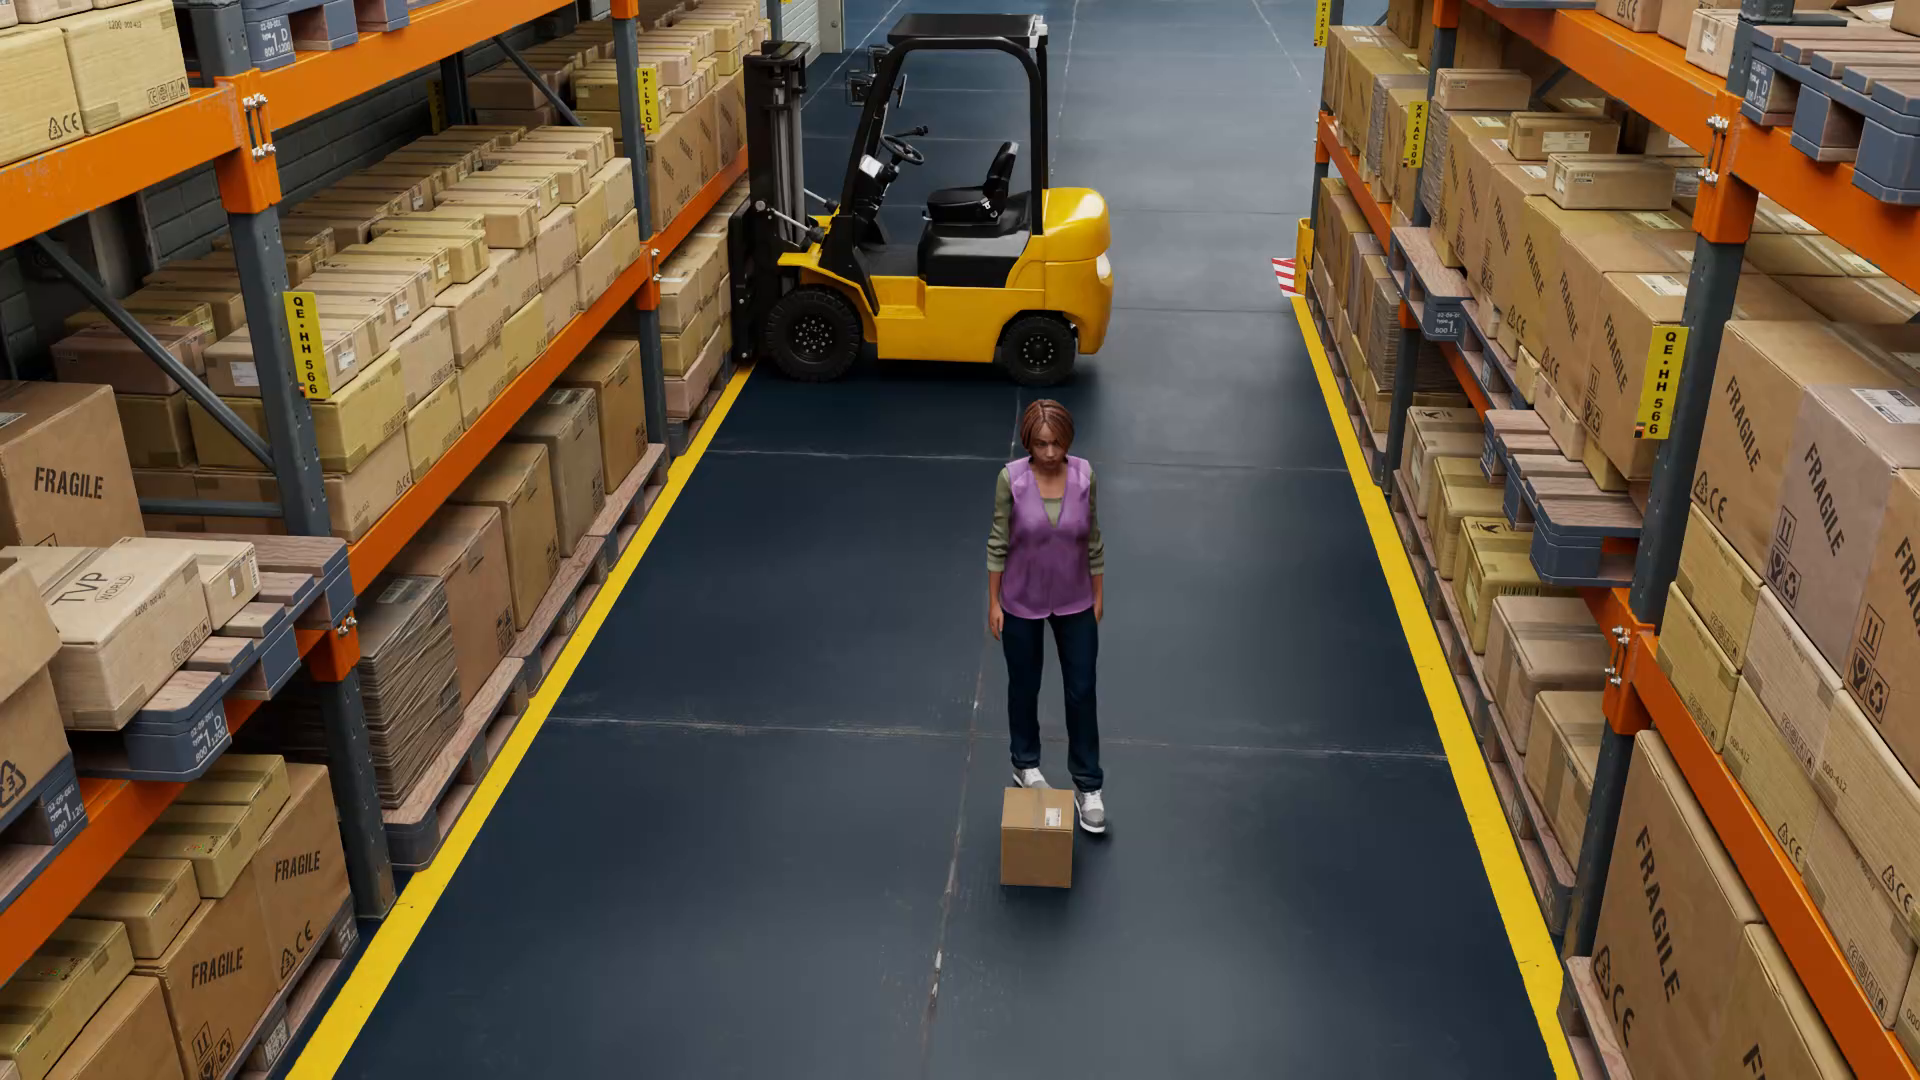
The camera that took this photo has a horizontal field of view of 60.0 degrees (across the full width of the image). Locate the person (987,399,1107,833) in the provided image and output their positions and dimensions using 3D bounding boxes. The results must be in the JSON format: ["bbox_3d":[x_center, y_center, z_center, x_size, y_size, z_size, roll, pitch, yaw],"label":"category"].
[{"bbox_3d":[0.325,0.283,5.998,0.433,1.581,0.517,-3,25,-5],"label":"person"}]
